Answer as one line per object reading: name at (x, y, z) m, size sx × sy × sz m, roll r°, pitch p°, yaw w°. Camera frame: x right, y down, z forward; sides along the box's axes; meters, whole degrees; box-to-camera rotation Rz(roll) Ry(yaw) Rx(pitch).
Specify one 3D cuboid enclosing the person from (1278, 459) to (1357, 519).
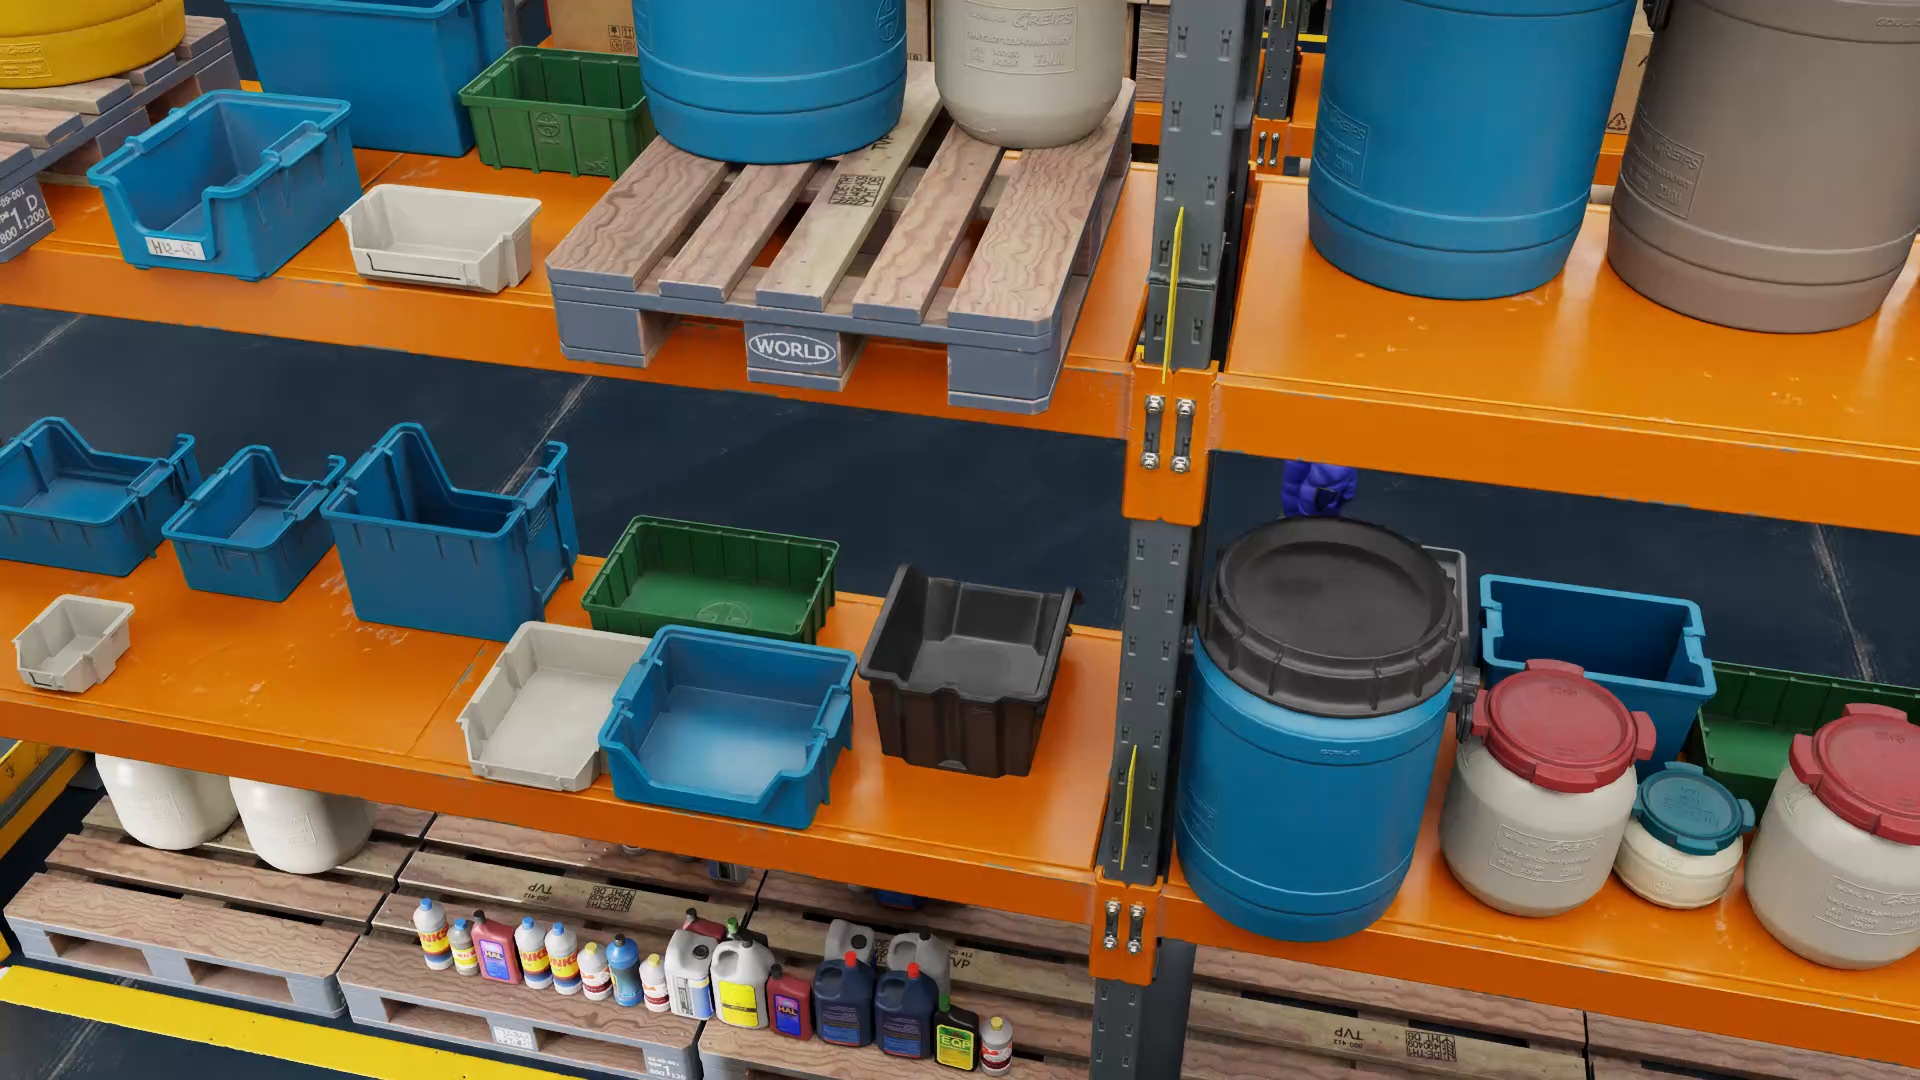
person at (1.293, 0.058, 6.075) m, size 0.347 × 1.655 × 0.505 m, roll 8°, pitch 37°, yaw 10°
